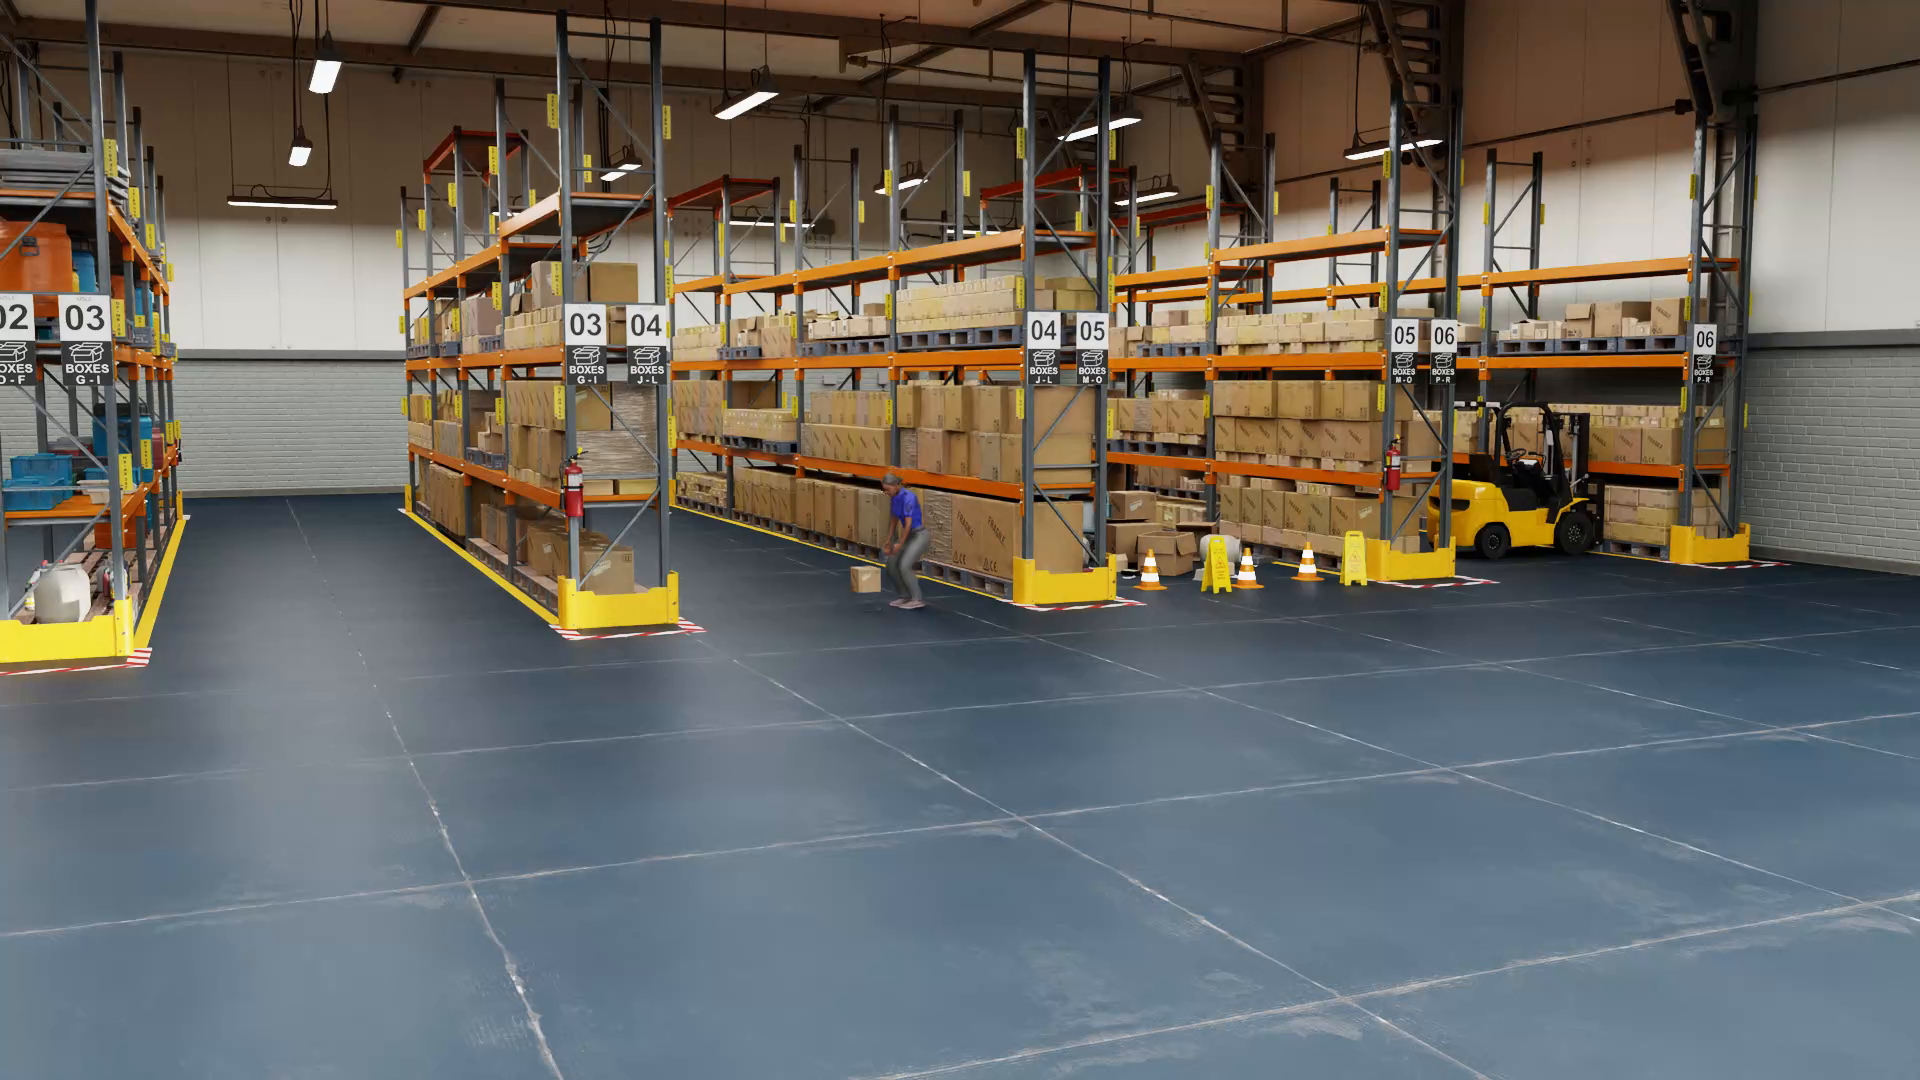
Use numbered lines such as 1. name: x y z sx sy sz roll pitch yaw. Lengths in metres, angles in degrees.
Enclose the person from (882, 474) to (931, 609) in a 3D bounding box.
1. person: -0.582 0.011 17.994 0.555 1.465 0.490 -2 6 -23
